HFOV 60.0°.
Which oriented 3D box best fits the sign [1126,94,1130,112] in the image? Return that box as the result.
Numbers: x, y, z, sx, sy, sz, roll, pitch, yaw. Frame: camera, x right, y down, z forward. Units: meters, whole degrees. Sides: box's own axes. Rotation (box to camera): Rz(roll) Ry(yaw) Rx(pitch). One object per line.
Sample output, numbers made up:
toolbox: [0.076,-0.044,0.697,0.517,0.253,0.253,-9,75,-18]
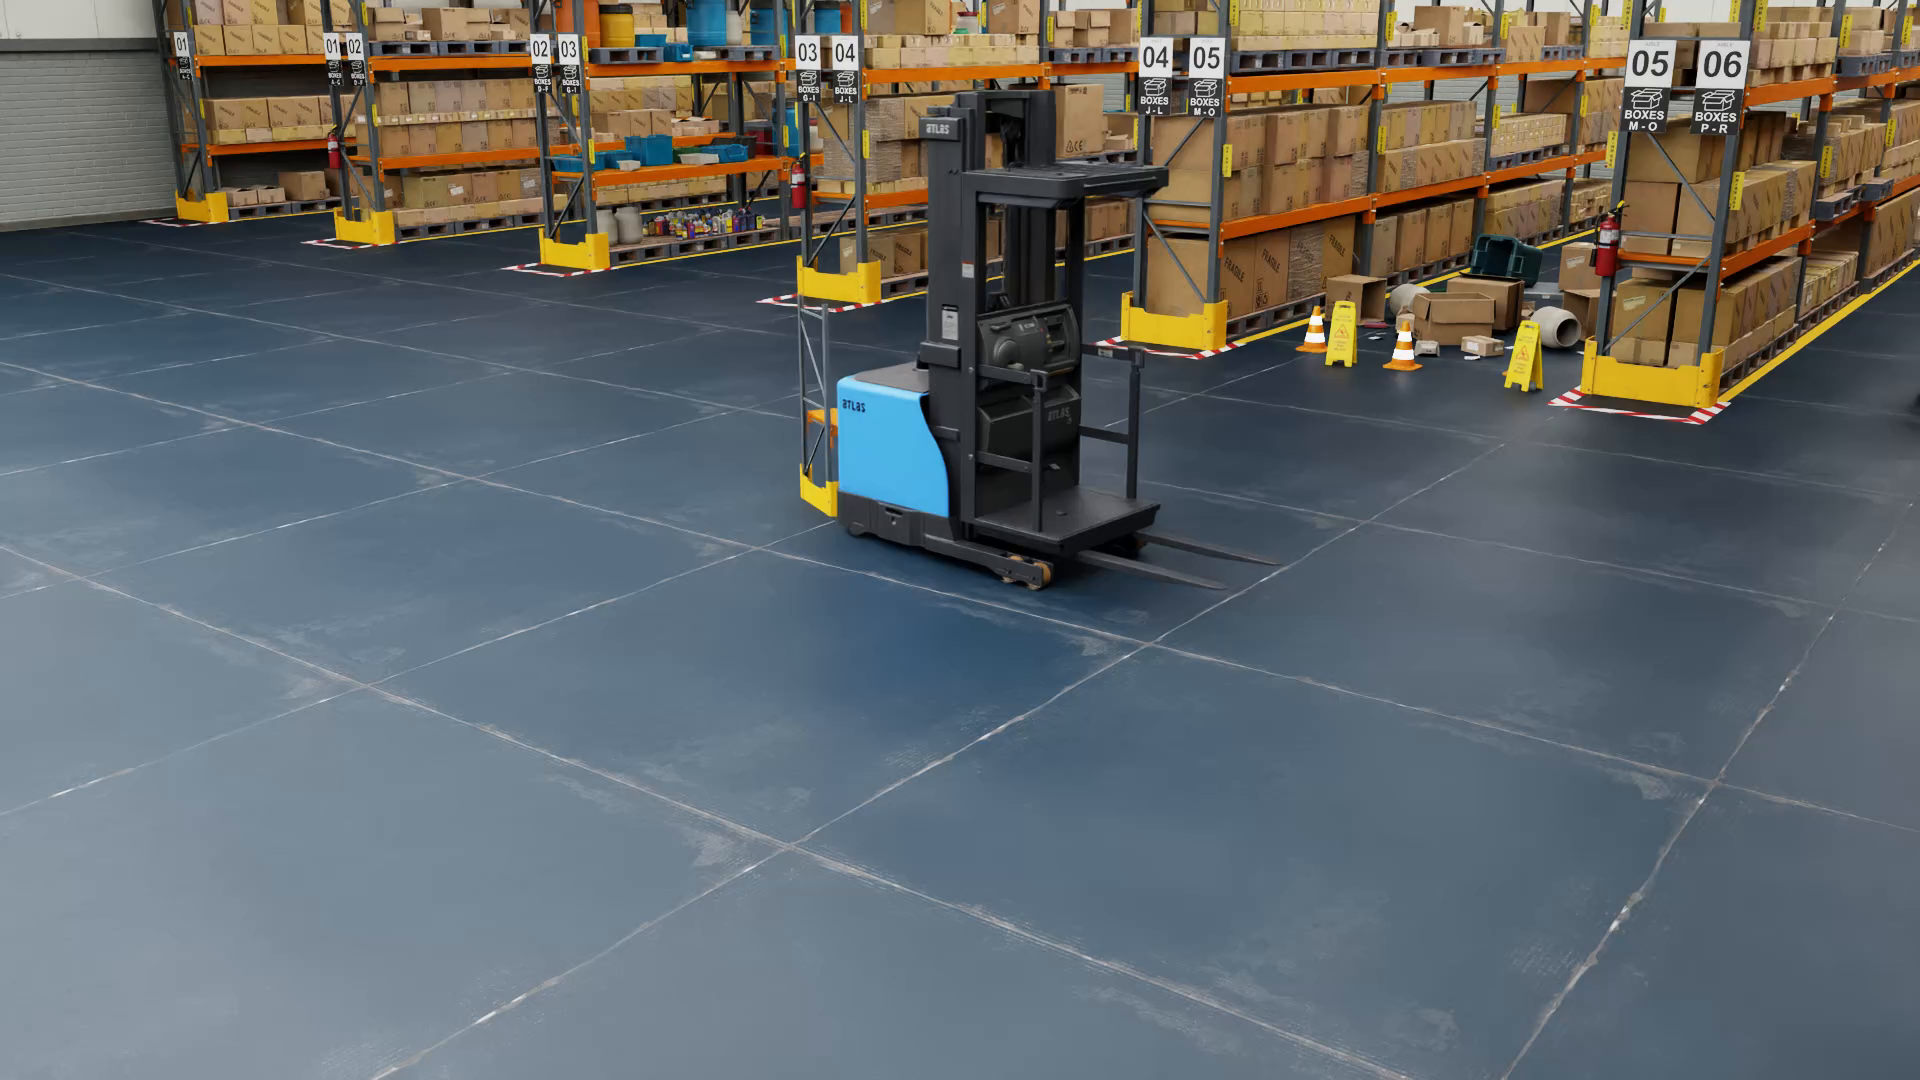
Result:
sign: [2.735,-7.053,26.946,0.100,0.325,0.005,12,21,35]

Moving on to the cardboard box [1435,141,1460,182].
cardboard box: [6.457,-5.158,22.626,0.500,0.500,0.500,12,21,34]

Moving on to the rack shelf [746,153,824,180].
rack shelf: [-1.987,-6.458,28.195,1.077,0.370,4.000,12,21,35]

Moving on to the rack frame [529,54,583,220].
rack frame: [-7.154,-7.202,29.376,1.000,3.000,0.127,12,21,35]

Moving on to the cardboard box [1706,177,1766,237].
cardboard box: [7.186,-3.124,15.575,0.500,0.500,0.500,13,22,36]

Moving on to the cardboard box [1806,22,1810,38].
cardboard box: [8.025,-4.957,16.171,0.380,0.149,0.250,13,21,35]

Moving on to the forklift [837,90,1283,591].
forklift: [0.598,-1.272,10.396,3.031,2.935,1.130,15,22,39]

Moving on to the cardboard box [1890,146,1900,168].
cardboard box: [11.950,-5.019,21.757,0.500,0.250,0.500,13,21,36]

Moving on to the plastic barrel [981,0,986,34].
plastic barrel: [0.694,-9.670,30.713,0.600,0.901,0.708,12,21,35]

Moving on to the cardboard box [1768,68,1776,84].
cardboard box: [7.386,-4.343,15.537,0.380,0.149,0.250,12,21,33]

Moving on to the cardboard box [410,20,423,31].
cardboard box: [-8.732,-8.359,27.253,0.500,0.311,0.500,16,23,41]

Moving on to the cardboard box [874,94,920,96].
cardboard box: [-0.862,-5.578,21.792,0.500,0.500,0.500,12,21,35]

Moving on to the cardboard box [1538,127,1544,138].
cardboard box: [8.789,-6.299,25.683,0.380,0.149,0.250,11,20,32]

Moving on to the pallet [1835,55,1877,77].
pallet: [9.211,-5.170,18.093,1.213,0.211,1.003,12,21,35]

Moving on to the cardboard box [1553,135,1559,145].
cardboard box: [9.257,-6.344,26.330,0.380,0.149,0.250,13,21,35]

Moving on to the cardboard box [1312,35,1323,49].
cardboard box: [3.853,-5.604,18.719,0.380,0.149,0.250,12,21,35]

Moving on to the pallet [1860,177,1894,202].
pallet: [10.802,-4.372,20.586,1.213,0.211,1.003,12,21,35]

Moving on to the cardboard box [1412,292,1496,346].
cardboard box: [5.388,-2.420,18.187,0.797,0.503,0.637,-1,17,-3]

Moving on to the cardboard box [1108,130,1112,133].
cardboard box: [1.999,-6.173,25.610,0.500,0.250,0.500,12,21,33]

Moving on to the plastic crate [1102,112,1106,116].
plastic crate: [2.646,-8.534,33.766,0.437,0.282,0.530,12,21,35]

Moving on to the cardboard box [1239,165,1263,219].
cardboard box: [2.834,-3.900,18.491,0.875,0.550,0.550,12,21,35]

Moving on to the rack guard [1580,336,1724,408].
rack guard: [6.420,-1.571,15.458,1.175,0.500,0.348,12,21,35]

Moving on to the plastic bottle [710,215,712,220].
plastic bottle: [-3.824,-4.892,25.777,0.061,0.283,0.133,12,21,35]

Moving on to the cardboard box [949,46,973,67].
cardboard box: [-0.183,-6.293,21.647,0.500,0.250,0.500,13,22,36]

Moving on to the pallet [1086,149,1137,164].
pallet: [2.036,-5.833,25.291,1.003,0.211,1.213,12,21,35]

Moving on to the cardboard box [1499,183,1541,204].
cardboard box: [8.628,-5.349,25.654,0.500,0.250,0.500,11,21,32]

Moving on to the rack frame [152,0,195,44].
rack frame: [-13.518,-9.988,28.235,1.000,3.000,0.127,12,21,35]

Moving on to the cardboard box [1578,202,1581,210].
cardboard box: [10.157,-5.606,27.837,0.380,0.149,0.250,12,21,34]

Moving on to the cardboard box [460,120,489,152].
cardboard box: [-8.329,-6.775,27.833,0.700,0.500,0.500,13,22,36]

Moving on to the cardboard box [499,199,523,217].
cardboard box: [-7.847,-5.701,28.472,0.500,0.250,0.500,12,21,35]

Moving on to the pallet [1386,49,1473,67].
pallet: [6.101,-6.415,22.104,1.003,0.211,1.213,14,22,37]

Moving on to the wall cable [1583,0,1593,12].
wall cable: [14.086,-13.447,33.949,2.277,5.999,0.120,12,21,35]

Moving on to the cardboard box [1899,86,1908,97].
cardboard box: [13.853,-6.670,24.717,0.380,0.149,0.250,12,21,35]

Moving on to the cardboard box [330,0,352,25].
cardboard box: [-11.536,-9.743,30.614,0.500,0.500,0.500,14,22,38]

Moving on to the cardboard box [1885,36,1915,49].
cardboard box: [12.518,-6.649,22.225,0.380,0.166,0.250,15,23,39]

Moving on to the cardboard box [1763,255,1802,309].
cardboard box: [8.621,-2.756,17.725,0.500,0.500,0.500,12,21,34]

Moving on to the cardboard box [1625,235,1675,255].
cardboard box: [6.426,-2.753,15.475,0.380,0.149,0.250,13,22,37]

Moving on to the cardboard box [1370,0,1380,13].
cardboard box: [4.760,-6.348,19.772,0.380,0.149,0.250,12,21,34]

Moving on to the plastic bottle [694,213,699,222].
plastic bottle: [-4.163,-5.027,26.232,0.097,0.271,0.097,0,17,0]

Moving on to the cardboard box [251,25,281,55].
cardboard box: [-12.464,-8.895,29.568,0.500,0.500,0.500,14,22,37]

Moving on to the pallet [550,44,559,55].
pallet: [-6.639,-8.755,29.644,0.805,0.209,1.217,11,21,33]

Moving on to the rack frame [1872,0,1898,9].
rack frame: [13.525,-8.469,23.343,1.000,3.000,0.127,12,21,35]

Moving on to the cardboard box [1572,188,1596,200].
cardboard box: [10.538,-5.860,28.152,0.380,0.149,0.250,13,21,36]

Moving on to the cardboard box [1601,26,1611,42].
cardboard box: [10.269,-8.245,27.088,0.500,0.250,0.500,12,21,34]

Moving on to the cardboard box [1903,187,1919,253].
cardboard box: [13.219,-4.628,23.965,0.875,0.875,0.875,13,22,36]

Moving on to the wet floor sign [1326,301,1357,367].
wet floor sign: [3.912,-2.116,16.969,0.267,0.644,0.232,8,19,25]

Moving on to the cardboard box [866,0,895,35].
cardboard box: [-0.864,-6.772,21.423,0.500,0.500,0.500,12,21,35]

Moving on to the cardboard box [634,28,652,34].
cardboard box: [-5.966,-9.208,30.323,0.500,0.250,0.500,10,20,30]

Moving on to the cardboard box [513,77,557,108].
cardboard box: [-7.414,-7.762,28.825,0.700,0.500,0.500,13,21,35]

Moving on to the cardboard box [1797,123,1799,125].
cardboard box: [10.382,-4.850,20.427,0.500,0.500,0.500,14,22,37]

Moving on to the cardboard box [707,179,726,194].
cardboard box: [-4.889,-6.873,32.247,0.500,0.250,0.500,13,21,36]

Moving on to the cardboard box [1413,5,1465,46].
cardboard box: [6.295,-6.767,21.875,0.500,0.500,0.500,12,21,35]

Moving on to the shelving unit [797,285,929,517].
shelving unit: [-0.568,-1.030,12.032,1.083,1.500,0.587,-9,19,-26]

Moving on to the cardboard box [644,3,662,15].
cardboard box: [-6.998,-11.844,37.092,0.500,0.250,0.500,14,22,39]
